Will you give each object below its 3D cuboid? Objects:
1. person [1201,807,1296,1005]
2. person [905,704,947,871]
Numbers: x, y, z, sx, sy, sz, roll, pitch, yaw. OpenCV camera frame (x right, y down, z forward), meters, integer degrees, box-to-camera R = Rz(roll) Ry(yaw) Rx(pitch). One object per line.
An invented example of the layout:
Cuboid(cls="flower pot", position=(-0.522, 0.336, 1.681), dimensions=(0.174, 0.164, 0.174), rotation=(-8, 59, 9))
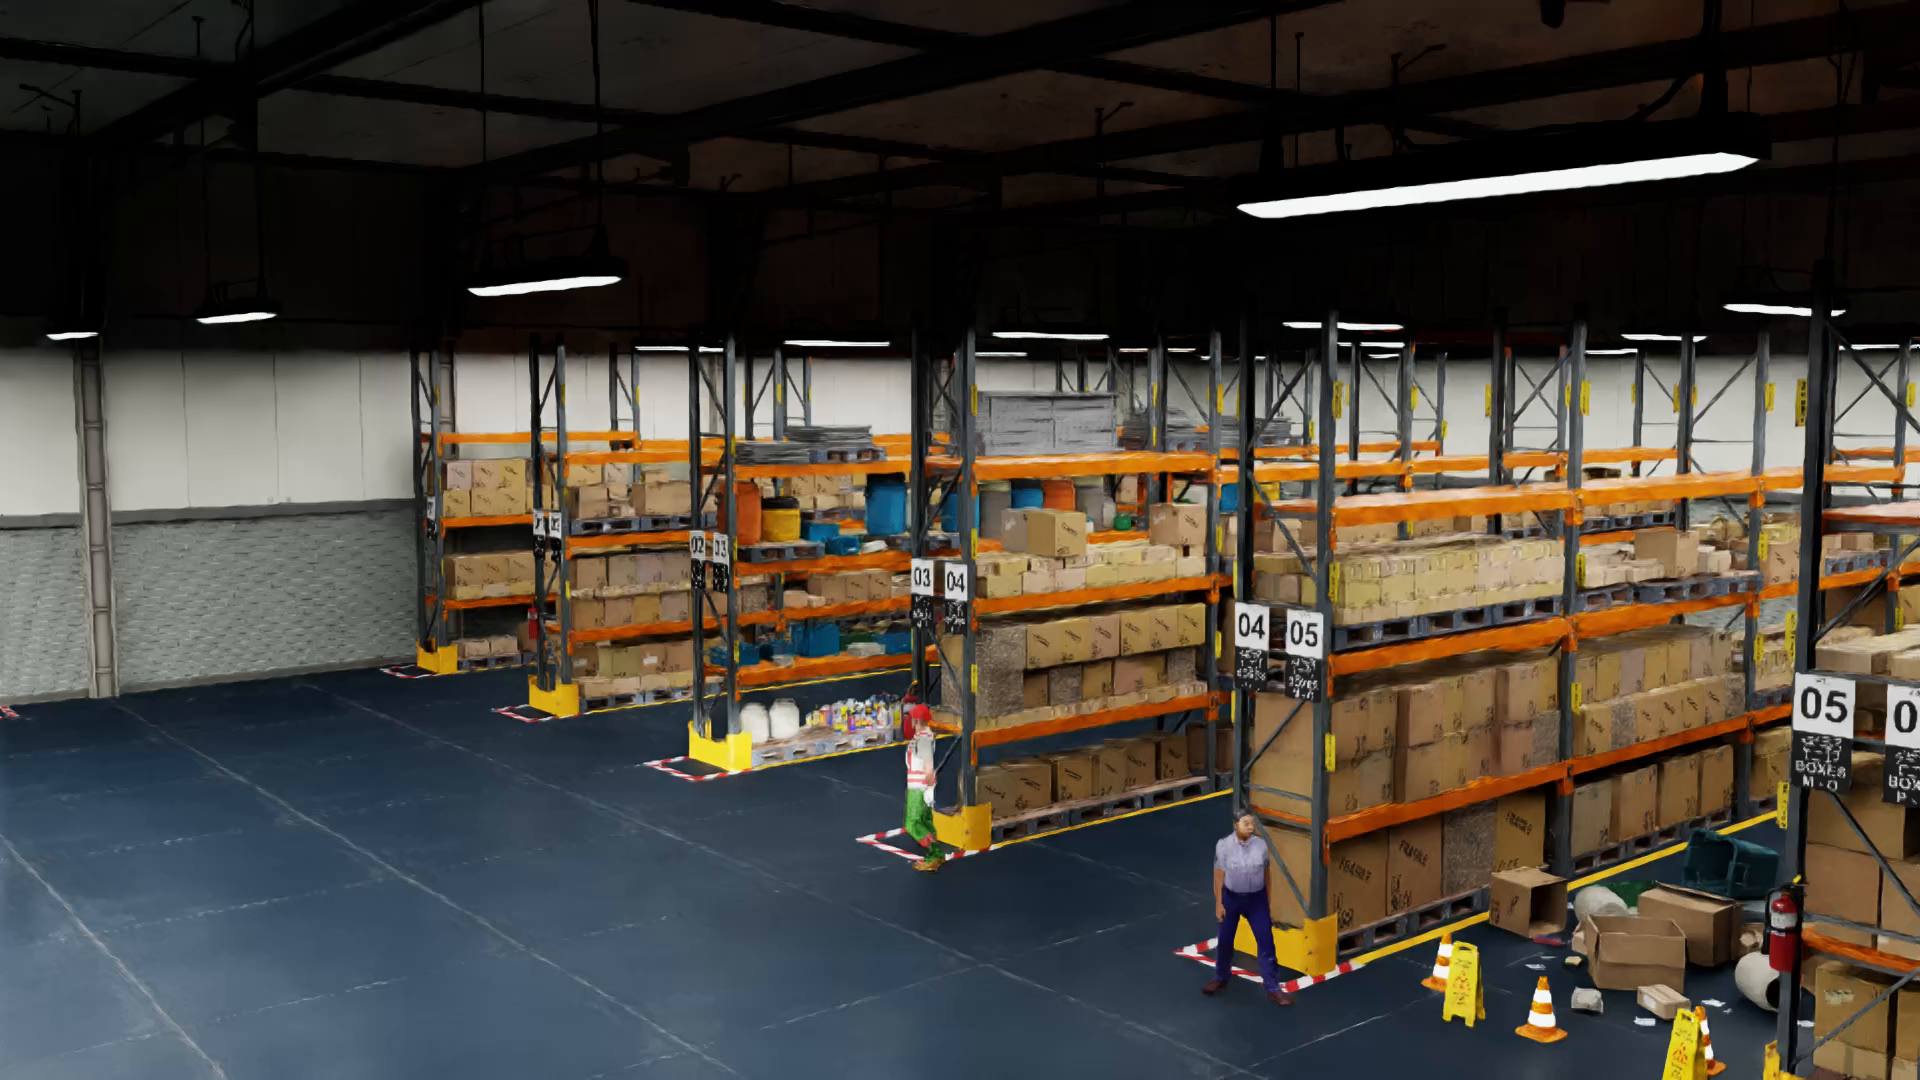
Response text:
Cuboid(cls="person", position=(2.423, 3.049, 13.981), dimensions=(0.731, 1.637, 0.563), rotation=(0, 5, -3))
Cuboid(cls="person", position=(-0.353, 2.640, 17.693), dimensions=(0.446, 1.778, 0.658), rotation=(0, 5, 4))
